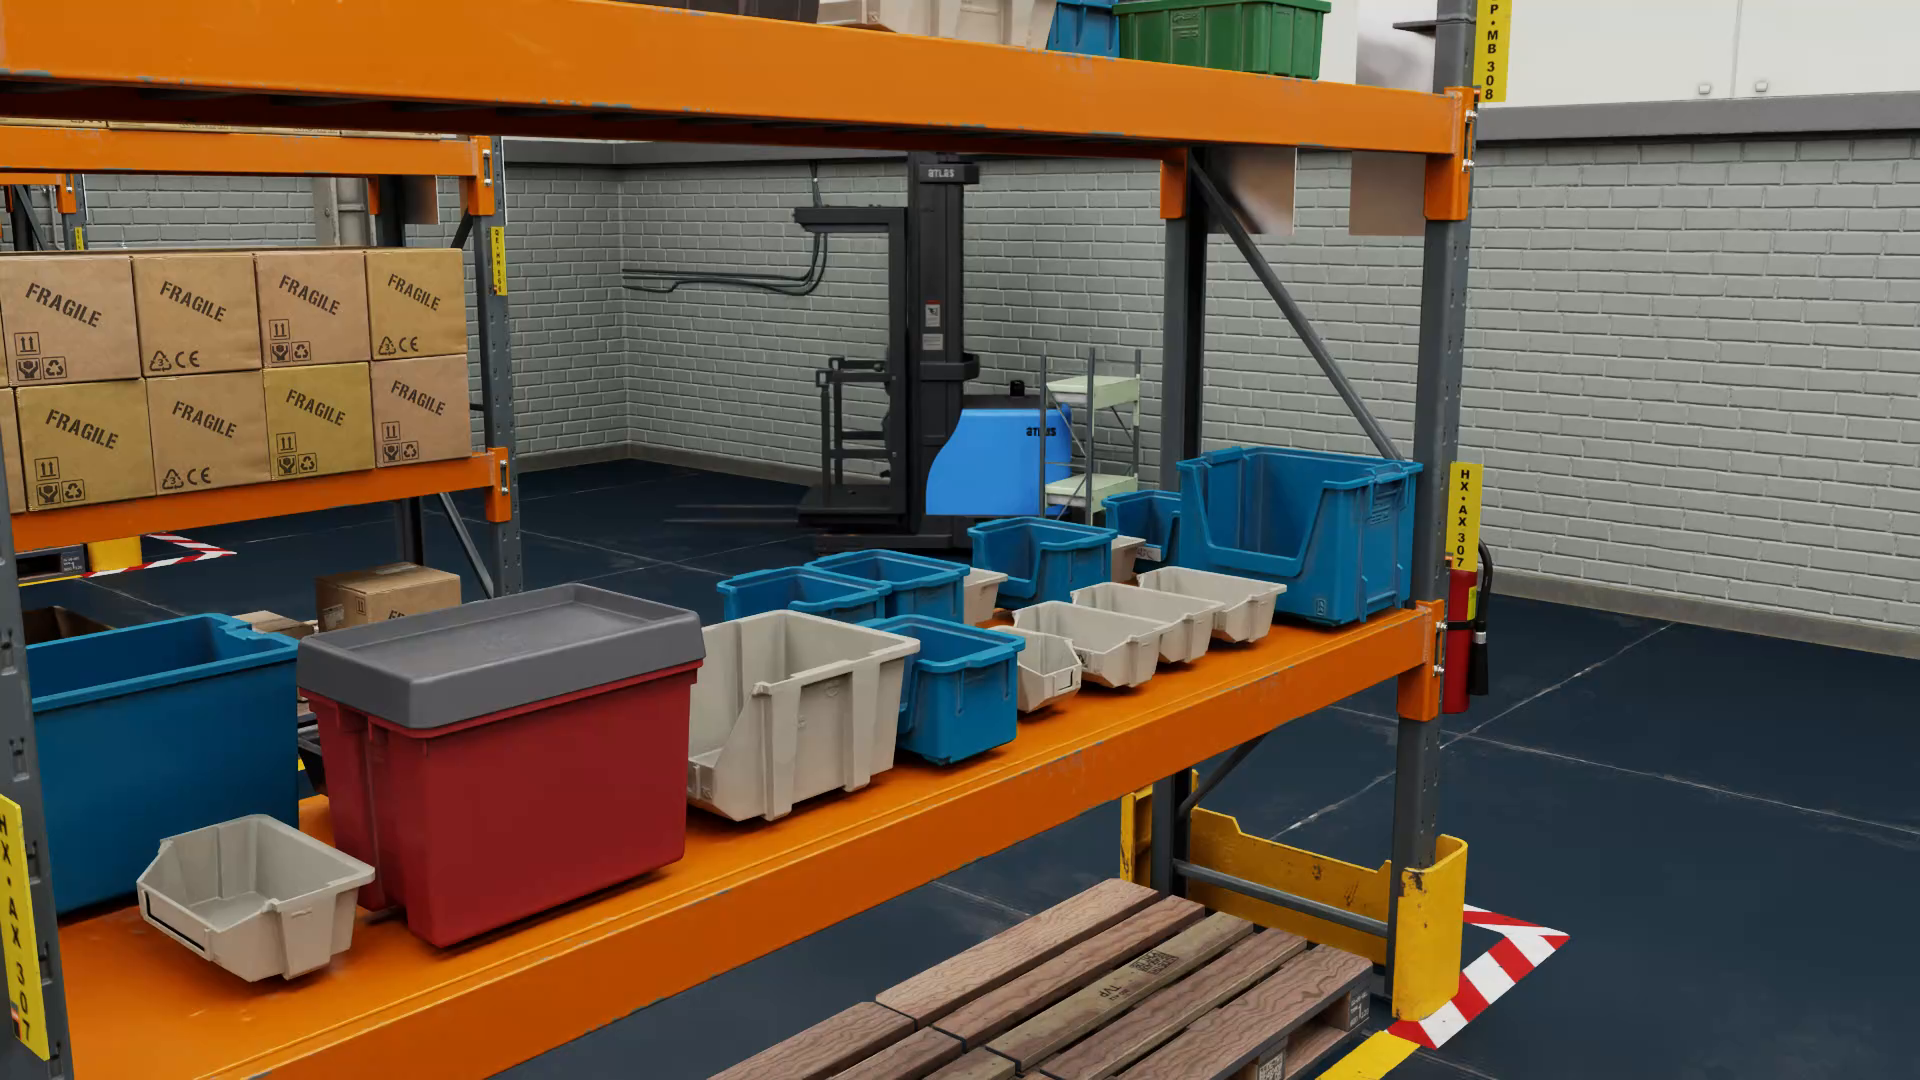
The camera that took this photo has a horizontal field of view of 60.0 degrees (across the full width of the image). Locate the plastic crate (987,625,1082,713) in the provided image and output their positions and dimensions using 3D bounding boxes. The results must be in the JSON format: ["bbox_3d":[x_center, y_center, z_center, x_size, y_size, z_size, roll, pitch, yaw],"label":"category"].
[{"bbox_3d":[0.135,0.316,3.992,0.298,0.136,0.250,10,15,40],"label":"plastic crate"}]

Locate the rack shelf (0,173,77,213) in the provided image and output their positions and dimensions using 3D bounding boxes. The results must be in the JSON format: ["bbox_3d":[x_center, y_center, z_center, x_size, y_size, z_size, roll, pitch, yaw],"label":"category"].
[{"bbox_3d":[-7.676,-2.163,10.062,1.077,0.370,4.000,10,15,40],"label":"rack shelf"}]

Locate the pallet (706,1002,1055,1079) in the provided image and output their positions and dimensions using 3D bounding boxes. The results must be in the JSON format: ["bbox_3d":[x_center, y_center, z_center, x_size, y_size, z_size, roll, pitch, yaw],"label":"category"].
[{"bbox_3d":[-0.293,1.604,4.142,1.003,0.211,1.213,10,15,40],"label":"pallet"}]

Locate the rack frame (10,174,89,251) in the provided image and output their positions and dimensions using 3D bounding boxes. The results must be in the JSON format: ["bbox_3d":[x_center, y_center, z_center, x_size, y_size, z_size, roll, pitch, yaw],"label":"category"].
[{"bbox_3d":[-6.356,-1.339,11.759,1.000,3.000,0.127,10,15,40],"label":"rack frame"}]

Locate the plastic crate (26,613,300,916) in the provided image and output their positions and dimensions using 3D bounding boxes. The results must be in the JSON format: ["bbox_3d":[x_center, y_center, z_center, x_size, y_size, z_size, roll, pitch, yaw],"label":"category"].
[{"bbox_3d":[-1.502,0.396,2.959,0.392,0.384,0.575,10,15,40],"label":"plastic crate"}]

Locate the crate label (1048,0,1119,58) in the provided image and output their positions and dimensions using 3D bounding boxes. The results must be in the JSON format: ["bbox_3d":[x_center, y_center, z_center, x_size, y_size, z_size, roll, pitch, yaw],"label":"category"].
[{"bbox_3d":[0.235,-1.363,4.596,0.408,0.251,0.502,10,15,40],"label":"crate label"}]

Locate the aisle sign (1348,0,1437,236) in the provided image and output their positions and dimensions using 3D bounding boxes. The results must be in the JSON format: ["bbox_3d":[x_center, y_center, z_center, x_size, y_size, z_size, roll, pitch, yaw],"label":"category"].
[{"bbox_3d":[1.354,-1.306,4.954,0.394,0.787,0.004,10,15,40],"label":"aisle sign"}]

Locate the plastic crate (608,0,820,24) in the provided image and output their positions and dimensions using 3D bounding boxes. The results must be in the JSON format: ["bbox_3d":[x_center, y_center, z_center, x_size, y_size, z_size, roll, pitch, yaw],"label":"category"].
[{"bbox_3d":[-0.528,-1.024,2.856,0.497,0.269,0.590,10,15,40],"label":"plastic crate"}]

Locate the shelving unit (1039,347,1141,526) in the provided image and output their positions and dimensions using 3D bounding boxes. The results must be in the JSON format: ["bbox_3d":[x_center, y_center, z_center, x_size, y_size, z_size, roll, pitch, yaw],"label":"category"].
[{"bbox_3d":[0.921,-0.580,11.787,0.431,1.500,0.755,7,13,31],"label":"shelving unit"}]

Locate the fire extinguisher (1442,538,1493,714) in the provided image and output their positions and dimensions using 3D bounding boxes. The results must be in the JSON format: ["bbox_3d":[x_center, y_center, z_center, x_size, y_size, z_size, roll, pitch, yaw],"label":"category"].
[{"bbox_3d":[1.527,0.199,5.207,0.296,0.674,0.183,10,15,40],"label":"fire extinguisher"}]

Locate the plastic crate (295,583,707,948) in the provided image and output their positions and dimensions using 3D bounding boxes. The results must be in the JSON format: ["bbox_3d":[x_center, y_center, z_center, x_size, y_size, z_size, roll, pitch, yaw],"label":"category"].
[{"bbox_3d":[-0.776,0.370,2.882,0.402,0.464,0.583,10,15,40],"label":"plastic crate"}]

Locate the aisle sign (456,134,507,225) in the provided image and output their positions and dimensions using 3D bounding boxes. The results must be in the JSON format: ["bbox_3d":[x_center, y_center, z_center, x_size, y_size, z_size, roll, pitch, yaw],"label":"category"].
[{"bbox_3d":[-2.357,-1.945,8.152,0.394,0.787,0.004,10,15,40],"label":"aisle sign"}]

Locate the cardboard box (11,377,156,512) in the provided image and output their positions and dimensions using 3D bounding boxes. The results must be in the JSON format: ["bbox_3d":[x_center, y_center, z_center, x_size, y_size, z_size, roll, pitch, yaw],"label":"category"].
[{"bbox_3d":[-3.729,-0.424,6.919,0.500,0.500,0.500,9,15,40],"label":"cardboard box"}]

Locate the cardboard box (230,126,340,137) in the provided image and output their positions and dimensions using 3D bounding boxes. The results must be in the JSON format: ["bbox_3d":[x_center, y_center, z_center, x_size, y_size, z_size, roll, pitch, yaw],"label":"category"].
[{"bbox_3d":[-3.111,-1.915,7.365,0.500,0.250,0.500,10,15,40],"label":"cardboard box"}]

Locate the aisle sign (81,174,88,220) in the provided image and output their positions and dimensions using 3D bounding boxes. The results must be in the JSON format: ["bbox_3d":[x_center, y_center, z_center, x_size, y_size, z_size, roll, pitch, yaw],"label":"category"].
[{"bbox_3d":[-6.083,-2.586,11.363,0.394,0.787,0.004,10,15,40],"label":"aisle sign"}]

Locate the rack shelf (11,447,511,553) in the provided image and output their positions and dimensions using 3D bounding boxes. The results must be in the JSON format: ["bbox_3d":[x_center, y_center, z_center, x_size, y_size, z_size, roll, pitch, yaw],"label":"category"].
[{"bbox_3d":[-3.952,-0.052,7.152,1.077,0.370,4.000,10,15,40],"label":"rack shelf"}]

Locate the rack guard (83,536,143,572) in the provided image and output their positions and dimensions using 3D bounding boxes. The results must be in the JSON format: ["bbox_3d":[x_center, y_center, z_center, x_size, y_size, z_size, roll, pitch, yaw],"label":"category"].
[{"bbox_3d":[-6.340,-0.117,12.021,1.175,0.500,0.348,10,15,40],"label":"rack guard"}]

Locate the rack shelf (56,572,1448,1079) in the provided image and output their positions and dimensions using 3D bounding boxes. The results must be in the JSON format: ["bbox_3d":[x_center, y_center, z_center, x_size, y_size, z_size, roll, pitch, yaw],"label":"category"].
[{"bbox_3d":[-0.234,0.589,3.943,1.077,0.370,4.000,10,15,40],"label":"rack shelf"}]

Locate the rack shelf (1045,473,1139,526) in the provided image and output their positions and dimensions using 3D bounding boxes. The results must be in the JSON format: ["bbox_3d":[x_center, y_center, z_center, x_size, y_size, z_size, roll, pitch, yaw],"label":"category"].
[{"bbox_3d":[0.921,-0.260,11.850,0.431,0.370,0.720,7,13,31],"label":"rack shelf"}]

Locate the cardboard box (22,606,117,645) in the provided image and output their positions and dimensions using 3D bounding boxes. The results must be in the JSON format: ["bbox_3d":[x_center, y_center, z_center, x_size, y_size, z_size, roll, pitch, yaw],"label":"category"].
[{"bbox_3d":[-4.036,0.620,7.197,0.797,0.503,0.637,10,15,40],"label":"cardboard box"}]

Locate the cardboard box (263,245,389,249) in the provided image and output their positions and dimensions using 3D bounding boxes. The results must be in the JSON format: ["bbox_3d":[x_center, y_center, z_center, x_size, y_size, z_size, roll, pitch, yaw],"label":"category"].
[{"bbox_3d":[-3.123,-1.208,8.291,0.500,0.500,0.500,10,15,42],"label":"cardboard box"}]

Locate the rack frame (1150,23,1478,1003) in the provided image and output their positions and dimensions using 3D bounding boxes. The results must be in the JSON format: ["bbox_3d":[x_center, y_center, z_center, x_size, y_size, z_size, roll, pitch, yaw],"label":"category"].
[{"bbox_3d":[1.086,-0.058,5.346,1.000,3.000,0.127,10,15,40],"label":"rack frame"}]

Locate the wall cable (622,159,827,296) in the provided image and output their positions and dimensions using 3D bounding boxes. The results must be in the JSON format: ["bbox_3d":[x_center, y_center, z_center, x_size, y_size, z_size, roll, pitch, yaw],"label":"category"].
[{"bbox_3d":[-2.354,-3.544,15.410,3.097,2.526,0.112,10,15,40],"label":"wall cable"}]

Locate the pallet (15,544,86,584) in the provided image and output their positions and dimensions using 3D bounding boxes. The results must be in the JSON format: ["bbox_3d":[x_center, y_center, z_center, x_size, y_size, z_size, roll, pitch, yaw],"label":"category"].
[{"bbox_3d":[-6.825,0.156,11.392,1.003,0.211,1.213,10,15,40],"label":"pallet"}]

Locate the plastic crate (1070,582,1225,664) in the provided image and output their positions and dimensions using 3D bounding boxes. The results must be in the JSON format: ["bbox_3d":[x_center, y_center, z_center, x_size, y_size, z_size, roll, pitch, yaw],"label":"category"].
[{"bbox_3d":[0.482,0.226,4.444,0.396,0.136,0.243,10,15,40],"label":"plastic crate"}]

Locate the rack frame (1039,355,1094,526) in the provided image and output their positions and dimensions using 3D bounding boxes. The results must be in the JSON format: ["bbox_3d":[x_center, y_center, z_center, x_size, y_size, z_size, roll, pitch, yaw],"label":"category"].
[{"bbox_3d":[0.729,-0.519,11.481,0.400,1.500,0.023,7,13,31],"label":"rack frame"}]

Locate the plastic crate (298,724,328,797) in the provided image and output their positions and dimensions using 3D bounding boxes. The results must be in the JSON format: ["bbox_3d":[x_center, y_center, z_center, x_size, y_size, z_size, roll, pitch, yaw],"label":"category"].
[{"bbox_3d":[-1.017,0.436,3.419,0.437,0.125,0.590,10,15,40],"label":"plastic crate"}]

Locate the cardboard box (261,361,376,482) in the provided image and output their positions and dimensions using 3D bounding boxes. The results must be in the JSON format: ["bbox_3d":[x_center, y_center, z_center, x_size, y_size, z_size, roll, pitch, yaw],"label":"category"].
[{"bbox_3d":[-3.063,-0.571,7.654,0.500,0.500,0.500,10,15,41],"label":"cardboard box"}]

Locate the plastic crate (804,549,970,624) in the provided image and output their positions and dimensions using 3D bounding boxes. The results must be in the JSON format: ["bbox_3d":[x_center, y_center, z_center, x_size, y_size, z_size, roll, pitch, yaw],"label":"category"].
[{"bbox_3d":[-0.193,0.182,4.417,0.416,0.233,0.300,10,15,40],"label":"plastic crate"}]

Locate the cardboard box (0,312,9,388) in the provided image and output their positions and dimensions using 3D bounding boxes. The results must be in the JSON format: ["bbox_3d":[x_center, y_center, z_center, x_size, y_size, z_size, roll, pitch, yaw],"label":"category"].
[{"bbox_3d":[-4.070,-0.835,6.424,0.500,0.500,0.500,9,15,39],"label":"cardboard box"}]

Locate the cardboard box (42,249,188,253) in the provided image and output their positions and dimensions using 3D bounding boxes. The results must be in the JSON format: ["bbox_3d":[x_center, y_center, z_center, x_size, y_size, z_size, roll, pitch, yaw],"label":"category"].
[{"bbox_3d":[-3.796,-1.057,7.536,0.500,0.500,0.500,10,15,41],"label":"cardboard box"}]

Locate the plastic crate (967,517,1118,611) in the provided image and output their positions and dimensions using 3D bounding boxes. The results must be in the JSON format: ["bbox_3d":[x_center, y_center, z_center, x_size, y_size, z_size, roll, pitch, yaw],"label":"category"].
[{"bbox_3d":[0.241,0.085,4.902,0.416,0.233,0.300,10,15,40],"label":"plastic crate"}]

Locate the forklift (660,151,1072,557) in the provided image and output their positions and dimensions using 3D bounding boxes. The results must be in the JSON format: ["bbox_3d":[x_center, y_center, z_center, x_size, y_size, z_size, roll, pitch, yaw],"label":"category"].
[{"bbox_3d":[-0.692,-1.416,12.319,3.031,2.935,1.130,0,11,1],"label":"forklift"}]

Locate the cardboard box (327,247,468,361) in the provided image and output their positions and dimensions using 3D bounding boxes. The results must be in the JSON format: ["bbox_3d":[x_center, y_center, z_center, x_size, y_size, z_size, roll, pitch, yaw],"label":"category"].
[{"bbox_3d":[-2.719,-1.138,7.941,0.500,0.500,0.500,10,15,40],"label":"cardboard box"}]

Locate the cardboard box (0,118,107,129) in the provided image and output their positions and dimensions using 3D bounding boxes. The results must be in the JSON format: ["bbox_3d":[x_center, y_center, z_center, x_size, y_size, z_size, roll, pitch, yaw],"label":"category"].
[{"bbox_3d":[-3.774,-1.768,6.631,0.500,0.250,0.500,10,15,40],"label":"cardboard box"}]

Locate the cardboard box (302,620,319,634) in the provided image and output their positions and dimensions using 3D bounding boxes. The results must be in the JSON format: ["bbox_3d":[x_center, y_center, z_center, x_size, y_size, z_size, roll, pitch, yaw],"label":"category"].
[{"bbox_3d":[-3.332,0.528,8.519,0.380,0.166,0.250,10,15,40],"label":"cardboard box"}]

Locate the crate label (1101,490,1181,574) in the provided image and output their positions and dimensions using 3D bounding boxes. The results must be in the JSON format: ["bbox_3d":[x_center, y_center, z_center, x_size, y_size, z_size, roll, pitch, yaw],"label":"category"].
[{"bbox_3d":[0.676,-0.012,5.387,0.416,0.233,0.303,10,15,40],"label":"crate label"}]

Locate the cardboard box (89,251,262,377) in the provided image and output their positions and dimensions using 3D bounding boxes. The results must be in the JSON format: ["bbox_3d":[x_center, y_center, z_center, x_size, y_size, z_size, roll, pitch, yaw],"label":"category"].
[{"bbox_3d":[-3.391,-0.986,7.184,0.500,0.500,0.500,10,15,42],"label":"cardboard box"}]

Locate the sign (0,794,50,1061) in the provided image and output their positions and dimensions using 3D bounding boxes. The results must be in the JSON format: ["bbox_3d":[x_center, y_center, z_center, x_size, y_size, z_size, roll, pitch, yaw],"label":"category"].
[{"bbox_3d":[-1.142,0.466,2.015,0.100,0.325,0.005,10,15,40],"label":"sign"}]

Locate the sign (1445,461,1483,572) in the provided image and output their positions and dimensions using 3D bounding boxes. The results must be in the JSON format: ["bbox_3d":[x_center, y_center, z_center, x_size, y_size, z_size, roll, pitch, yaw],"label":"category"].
[{"bbox_3d":[1.510,-0.070,4.985,0.100,0.325,0.005,10,15,40],"label":"sign"}]

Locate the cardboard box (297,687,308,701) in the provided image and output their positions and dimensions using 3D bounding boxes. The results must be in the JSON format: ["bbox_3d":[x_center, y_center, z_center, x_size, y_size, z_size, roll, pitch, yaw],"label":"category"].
[{"bbox_3d":[-3.141,0.634,7.989,0.380,0.166,0.250,10,15,40],"label":"cardboard box"}]

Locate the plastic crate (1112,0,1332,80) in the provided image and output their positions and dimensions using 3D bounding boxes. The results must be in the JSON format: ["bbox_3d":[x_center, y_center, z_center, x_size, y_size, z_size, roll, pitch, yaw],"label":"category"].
[{"bbox_3d":[0.650,-1.243,4.161,0.450,0.188,0.336,10,15,40],"label":"plastic crate"}]
